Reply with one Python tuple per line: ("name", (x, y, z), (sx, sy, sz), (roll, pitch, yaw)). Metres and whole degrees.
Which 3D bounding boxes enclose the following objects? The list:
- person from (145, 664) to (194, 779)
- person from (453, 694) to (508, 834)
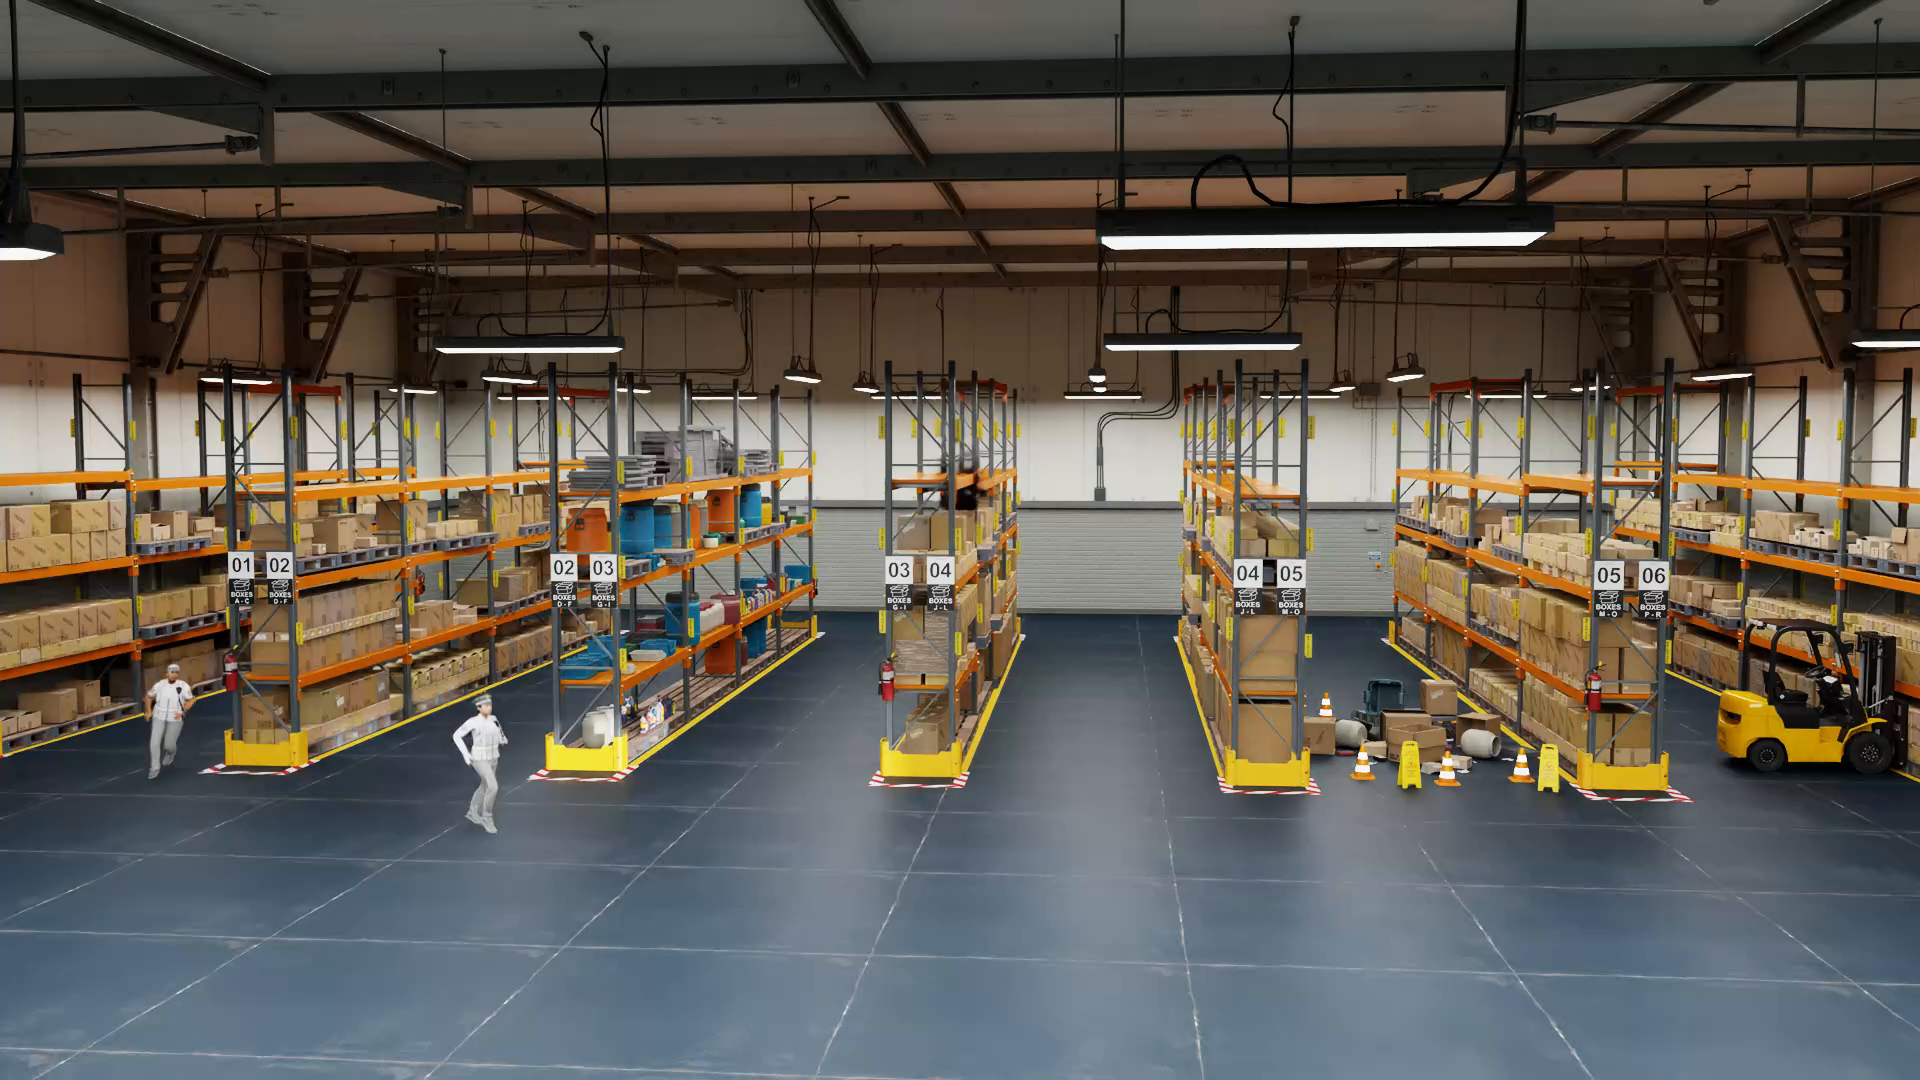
("person", (-11.529, 2.613, 24.264), (0.650, 1.622, 0.695), (-1, 4, -17))
("person", (-5.940, 2.792, 20.813), (0.710, 1.749, 0.576), (2, 4, 26))
